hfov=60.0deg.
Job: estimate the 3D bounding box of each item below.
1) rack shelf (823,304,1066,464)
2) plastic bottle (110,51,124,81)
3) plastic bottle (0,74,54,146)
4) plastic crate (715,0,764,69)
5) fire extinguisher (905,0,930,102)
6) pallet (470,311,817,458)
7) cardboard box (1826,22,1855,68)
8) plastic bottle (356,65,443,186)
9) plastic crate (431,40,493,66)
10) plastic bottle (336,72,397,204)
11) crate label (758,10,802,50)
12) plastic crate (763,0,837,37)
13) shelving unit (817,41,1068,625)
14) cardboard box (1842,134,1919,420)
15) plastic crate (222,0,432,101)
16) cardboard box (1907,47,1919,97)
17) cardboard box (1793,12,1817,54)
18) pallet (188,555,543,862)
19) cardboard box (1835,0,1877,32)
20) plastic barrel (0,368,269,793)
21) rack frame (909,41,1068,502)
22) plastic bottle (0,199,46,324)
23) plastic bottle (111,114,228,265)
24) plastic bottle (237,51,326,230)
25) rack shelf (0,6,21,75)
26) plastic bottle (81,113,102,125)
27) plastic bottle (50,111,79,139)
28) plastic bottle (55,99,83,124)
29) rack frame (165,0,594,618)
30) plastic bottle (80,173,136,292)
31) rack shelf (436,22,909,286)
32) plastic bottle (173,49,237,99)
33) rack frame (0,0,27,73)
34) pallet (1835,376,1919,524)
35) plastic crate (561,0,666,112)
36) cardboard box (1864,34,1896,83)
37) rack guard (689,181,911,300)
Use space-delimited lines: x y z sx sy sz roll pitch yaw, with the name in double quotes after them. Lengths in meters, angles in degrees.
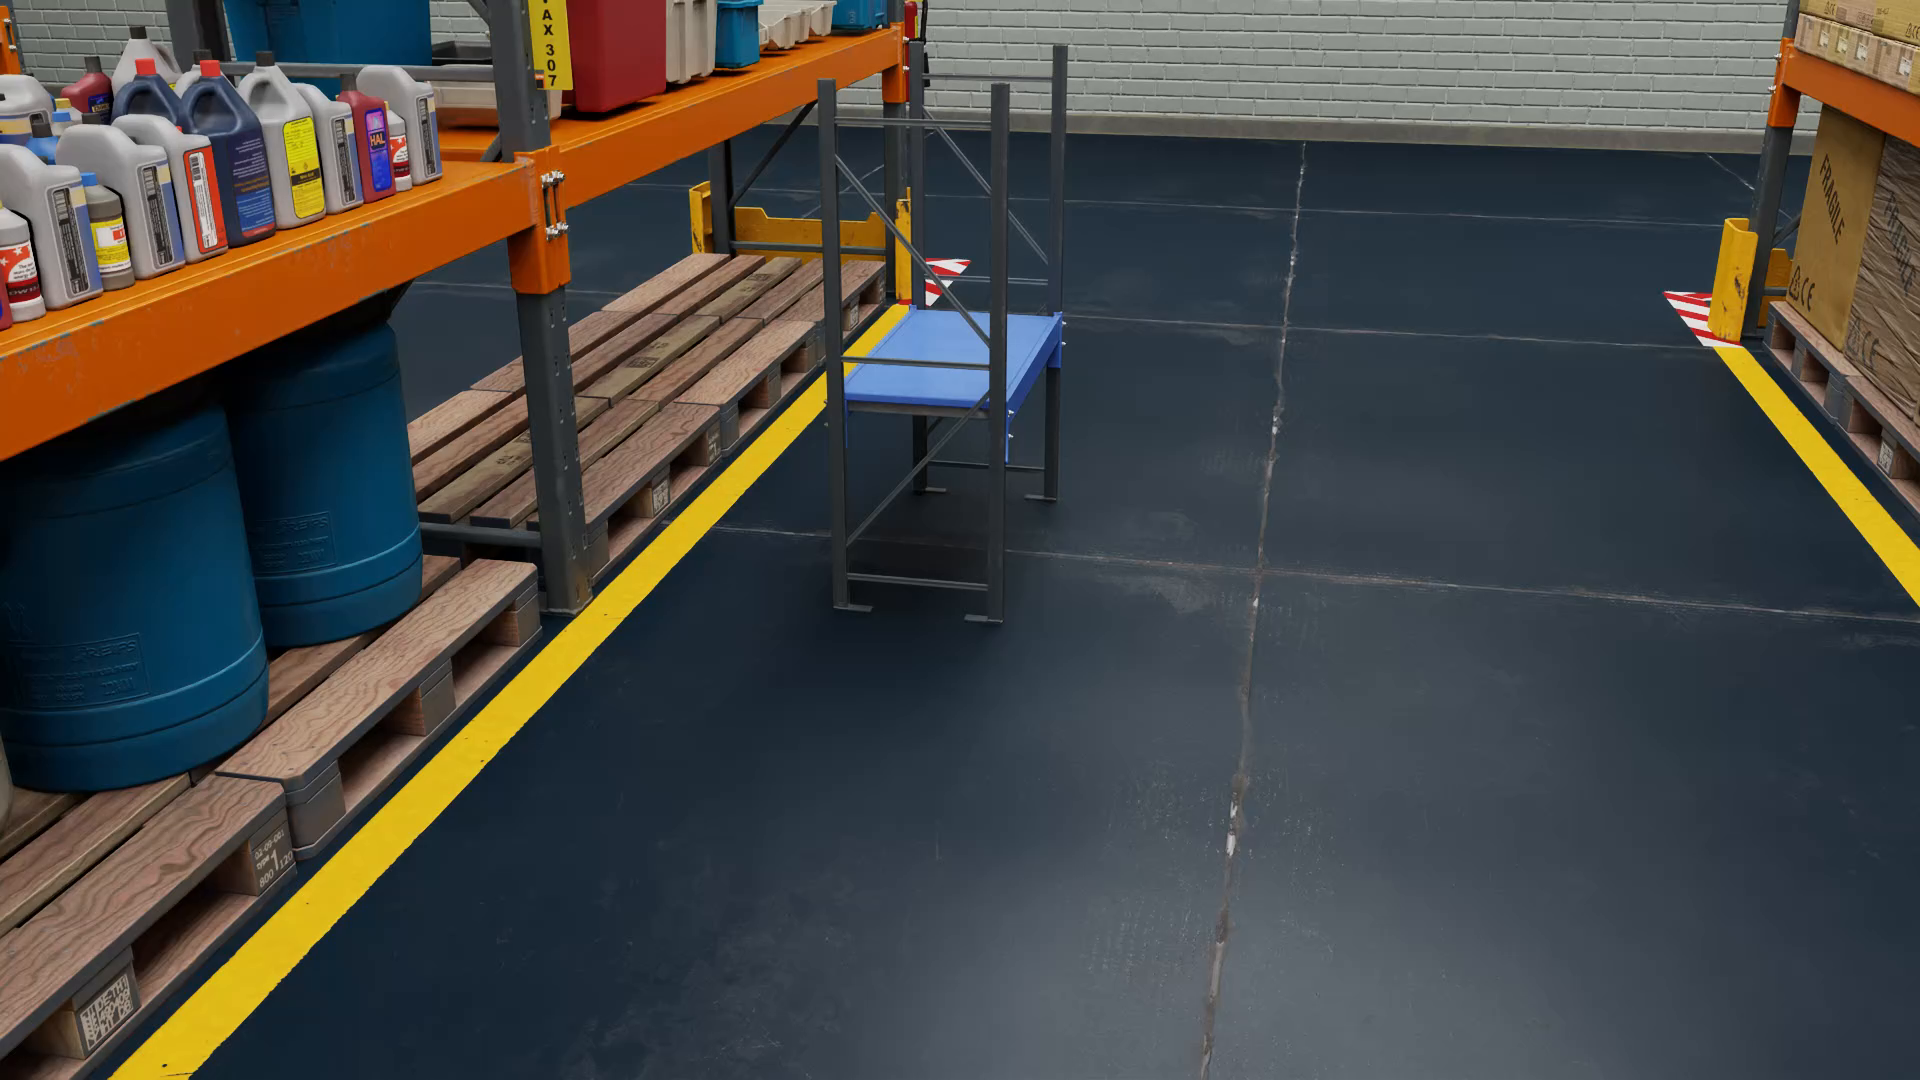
-0.017 -0.498 5.063 0.538 0.185 1.000 4 22 11 "rack shelf"
-2.076 -1.071 4.153 0.061 0.283 0.133 4 22 11 "plastic bottle"
-2.125 -0.895 3.727 0.152 0.276 0.135 4 22 11 "plastic bottle"
-0.935 -1.869 6.123 0.416 0.233 0.300 4 22 11 "plastic crate"
-0.291 -2.501 8.151 0.296 0.674 0.183 4 22 11 "fire extinguisher"
-1.224 -0.652 6.691 1.003 0.211 1.213 4 22 11 "pallet"
3.584 -1.903 6.400 0.380 0.149 0.250 4 22 10 "cardboard box"
-1.347 -1.000 3.988 0.152 0.276 0.135 4 22 11 "plastic bottle"
-1.618 -1.557 5.491 0.437 0.125 0.590 4 22 11 "plastic crate"
-1.350 -0.916 3.768 0.061 0.283 0.133 4 22 11 "plastic bottle"
-0.862 -2.074 6.761 0.396 0.136 0.243 4 22 11 "crate label"
-0.756 -2.283 7.279 0.396 0.136 0.243 4 22 11 "plastic crate"
-0.017 -0.665 4.996 0.538 1.500 1.048 4 22 11 "shelving unit"
3.844 -0.948 5.975 0.875 0.875 0.875 4 22 11 "cardboard box"
-1.822 -1.444 4.864 0.392 0.384 0.575 4 22 11 "plastic crate"
3.374 -1.528 5.469 0.380 0.149 0.250 4 22 10 "cardboard box"
3.686 -2.091 6.866 0.380 0.149 0.250 5 22 12 "cardboard box"
-1.781 0.346 4.212 1.003 0.211 1.213 4 22 11 "pallet"
3.620 -2.035 6.193 0.500 0.250 0.500 4 22 10 "cardboard box"
-1.855 0.009 3.564 0.600 0.901 0.708 4 22 11 "plastic barrel"
0.086 -0.850 5.458 0.500 1.500 0.032 4 22 11 "rack frame"
-1.596 -0.469 2.769 0.097 0.201 0.097 0 22 0 "plastic bottle"
-1.525 -0.682 3.198 0.152 0.276 0.135 4 22 11 "plastic bottle"
-1.450 -0.843 3.496 0.144 0.351 0.185 4 22 11 "plastic bottle"
-6.023 -2.003 7.275 1.077 0.370 4.000 4 22 11 "rack shelf"
-1.650 -0.683 3.206 0.097 0.271 0.097 0 22 0 "plastic bottle"
-1.999 -0.858 3.734 0.097 0.201 0.097 0 22 0 "plastic bottle"
-2.108 -0.940 3.939 0.097 0.201 0.097 0 22 0 "plastic bottle"
-1.583 -1.227 4.384 1.000 3.000 0.127 4 22 11 "rack frame"
-1.549 -0.554 2.980 0.097 0.201 0.097 0 22 0 "plastic bottle"
-1.175 -1.624 6.334 1.077 0.370 4.000 4 22 11 "rack shelf"
-1.591 -0.854 3.524 0.144 0.351 0.185 4 22 11 "plastic bottle"
-5.615 -3.068 8.957 1.000 3.000 0.127 4 22 11 "rack frame"
3.744 -0.275 5.754 1.003 0.211 1.213 4 22 11 "pallet"
-1.155 -1.591 5.124 0.402 0.464 0.583 4 22 11 "plastic crate"
3.479 -1.715 5.932 0.380 0.149 0.250 4 22 10 "cardboard box"
-0.775 -1.540 8.507 1.175 0.500 0.348 4 22 11 "rack guard"
